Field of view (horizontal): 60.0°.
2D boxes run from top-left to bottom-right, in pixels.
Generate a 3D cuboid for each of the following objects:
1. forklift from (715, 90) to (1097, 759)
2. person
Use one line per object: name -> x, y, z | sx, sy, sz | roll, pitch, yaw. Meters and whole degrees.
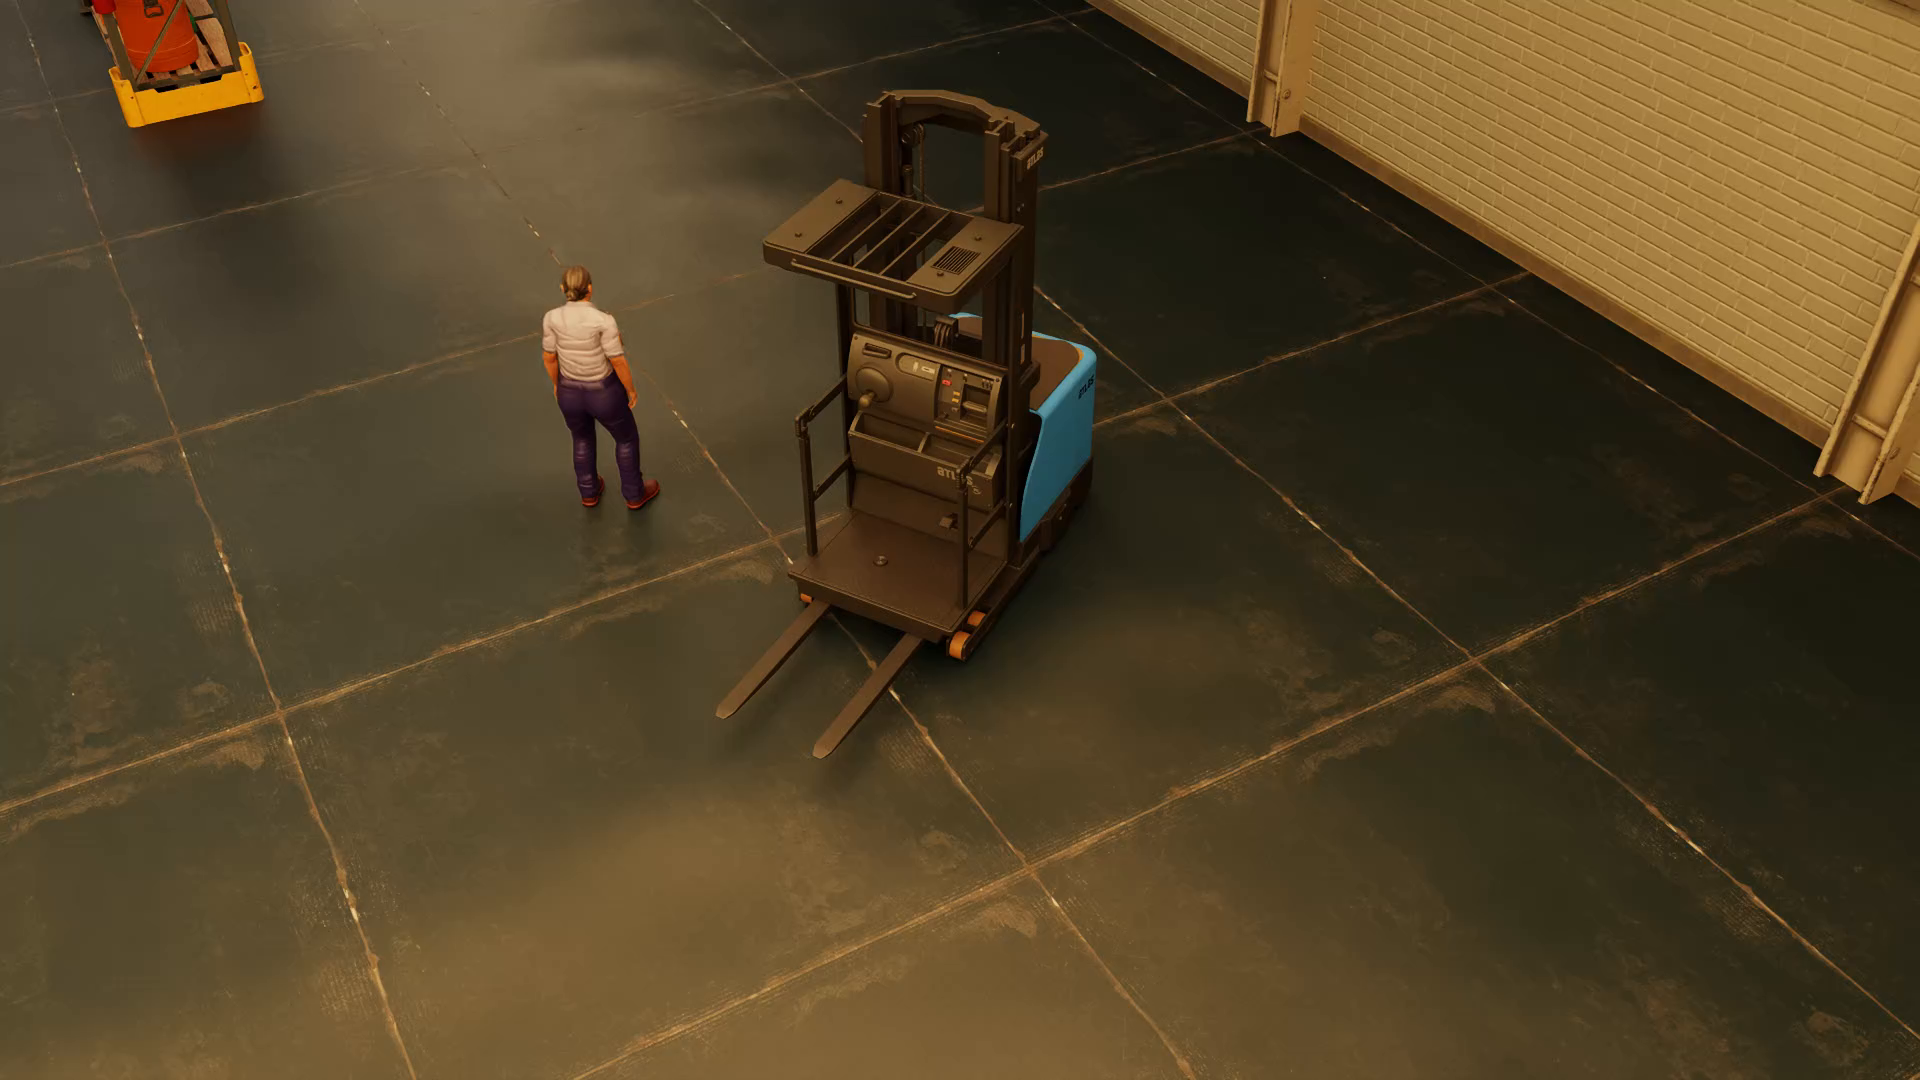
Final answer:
forklift -> -0.297, -0.774, 8.969 | 1.130, 2.935, 3.031 | 19, 43, 21
person -> -2.224, -0.905, 10.131 | 0.545, 1.652, 0.375 | 6, 40, 7
